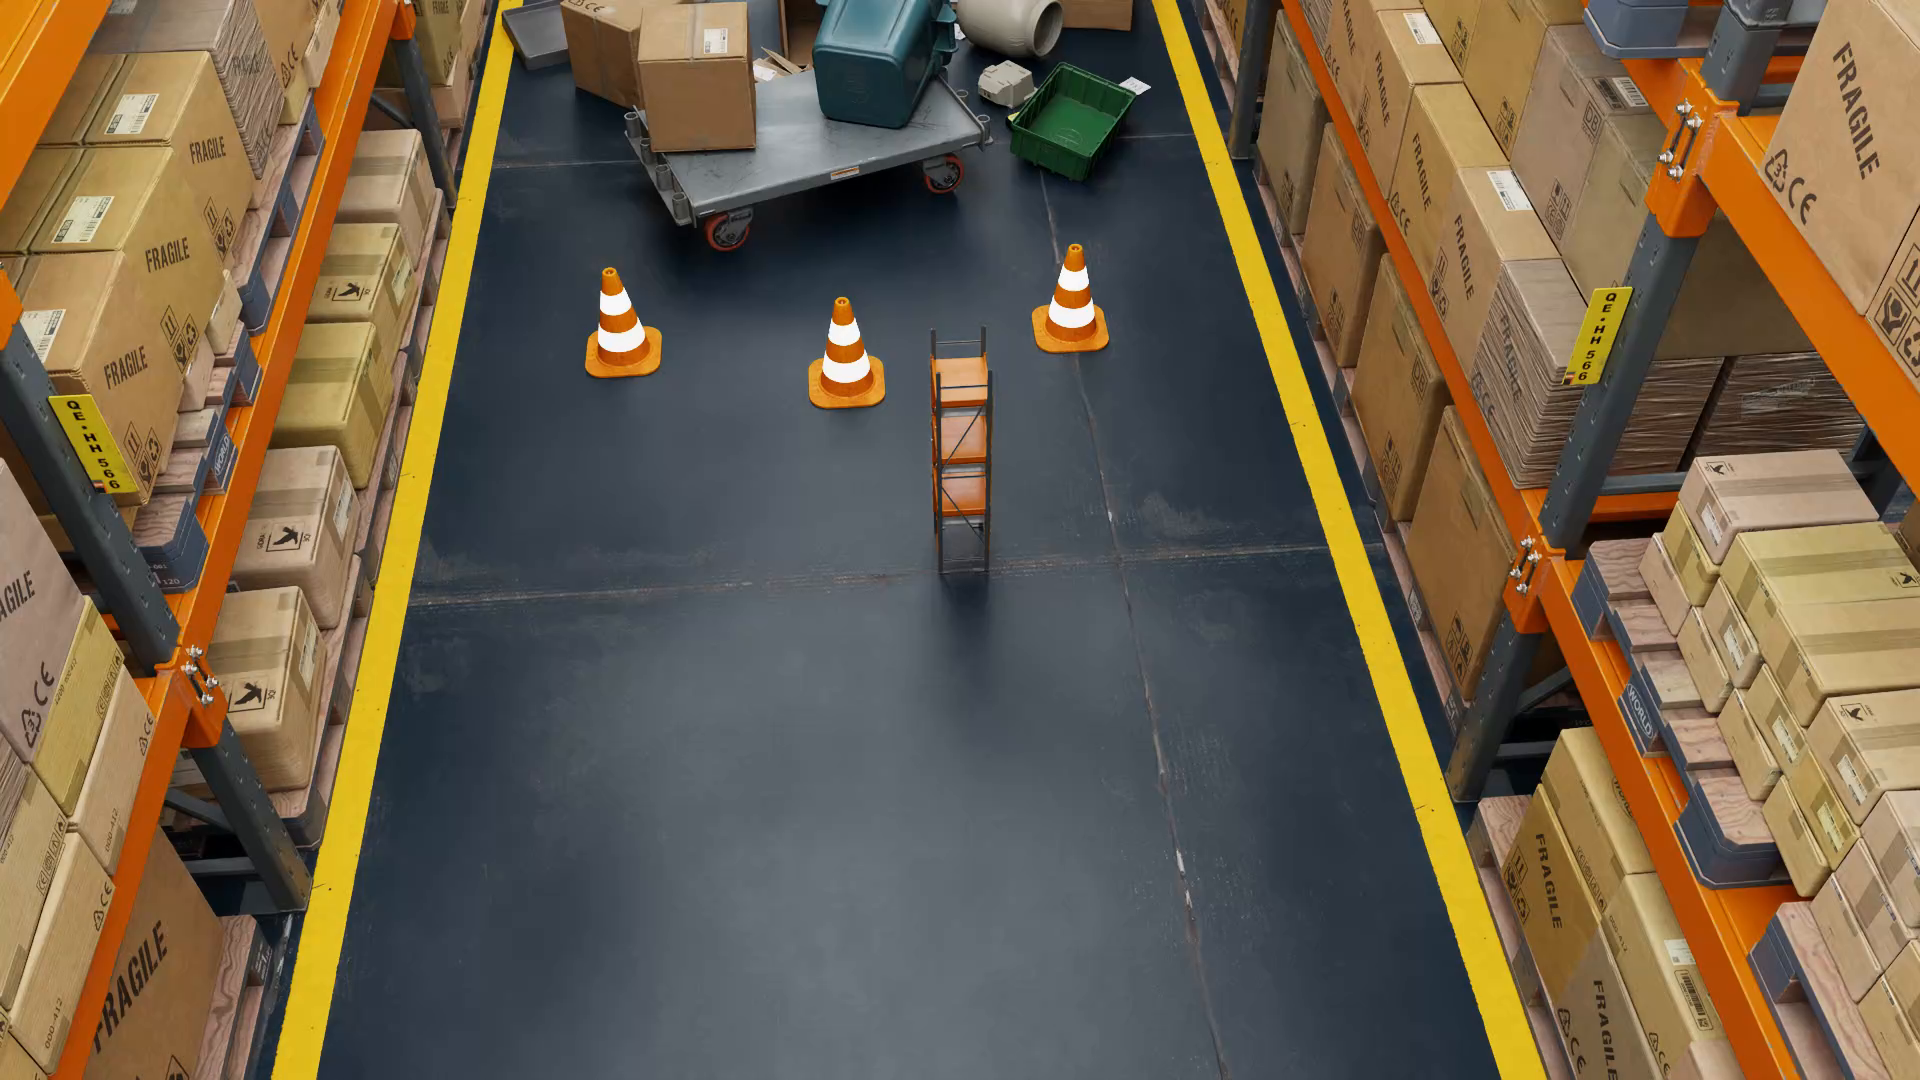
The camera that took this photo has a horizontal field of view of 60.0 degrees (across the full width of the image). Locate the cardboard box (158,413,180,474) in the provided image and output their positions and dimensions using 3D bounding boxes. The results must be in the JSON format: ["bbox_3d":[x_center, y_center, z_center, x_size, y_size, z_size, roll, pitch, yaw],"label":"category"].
[{"bbox_3d":[-2.522,-0.310,4.862,0.380,0.149,0.250,-6,47,-6],"label":"cardboard box"}]

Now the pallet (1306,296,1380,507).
[{"bbox_3d":[2.144,-0.670,7.239,1.003,0.211,1.213,-3,47,-3],"label":"pallet"}]

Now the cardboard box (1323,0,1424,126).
[{"bbox_3d":[1.758,-1.978,6.488,0.500,0.500,0.500,-4,47,-4],"label":"cardboard box"}]

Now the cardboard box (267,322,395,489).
[{"bbox_3d":[-2.855,-0.532,6.708,0.950,0.372,0.625,-2,47,-2],"label":"cardboard box"}]

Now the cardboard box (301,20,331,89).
[{"bbox_3d":[-2.620,-1.835,6.306,0.380,0.149,0.250,-3,47,-3],"label":"cardboard box"}]

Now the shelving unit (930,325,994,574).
[{"bbox_3d":[0.004,-0.322,6.332,0.215,1.050,0.252,-3,47,-3],"label":"shelving unit"}]

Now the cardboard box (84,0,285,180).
[{"bbox_3d":[-2.633,-1.543,5.582,0.500,0.500,0.500,-5,47,-5],"label":"cardboard box"}]

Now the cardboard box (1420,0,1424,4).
[{"bbox_3d":[2.034,-2.349,6.151,0.700,0.500,0.500,-3,47,-3],"label":"cardboard box"}]

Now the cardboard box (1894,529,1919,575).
[{"bbox_3d":[2.734,0.098,4.475,0.380,0.149,0.250,-3,47,-3],"label":"cardboard box"}]

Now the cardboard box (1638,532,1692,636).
[{"bbox_3d":[2.071,0.105,4.469,0.380,0.149,0.250,-4,47,-4],"label":"cardboard box"}]

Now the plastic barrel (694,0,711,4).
[{"bbox_3d":[-1.678,-3.299,9.583,0.512,0.421,0.421,27,52,23],"label":"plastic barrel"}]

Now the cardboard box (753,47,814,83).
[{"bbox_3d":[-0.954,-2.473,8.909,0.258,0.266,0.396,-36,56,-29],"label":"cardboard box"}]

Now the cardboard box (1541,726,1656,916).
[{"bbox_3d":[2.051,0.798,4.844,0.500,0.250,0.500,-5,47,-5],"label":"cardboard box"}]

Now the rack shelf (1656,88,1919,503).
[{"bbox_3d":[2.402,0.490,2.650,1.077,0.370,4.000,-3,47,-3],"label":"rack shelf"}]

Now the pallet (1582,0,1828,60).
[{"bbox_3d":[2.128,-1.602,4.266,1.213,0.211,1.003,-2,47,-1],"label":"pallet"}]

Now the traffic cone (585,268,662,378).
[{"bbox_3d":[-1.526,-1.009,7.387,0.336,0.463,0.334,-3,47,-3],"label":"traffic cone"}]

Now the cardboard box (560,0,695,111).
[{"bbox_3d":[-1.758,-2.692,8.954,0.500,0.500,0.500,27,52,23],"label":"cardboard box"}]

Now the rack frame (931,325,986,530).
[{"bbox_3d":[-0.006,-0.411,6.416,0.200,1.050,0.008,-3,47,-3],"label":"rack frame"}]

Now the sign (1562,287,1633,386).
[{"bbox_3d":[1.682,-0.535,4.393,0.100,0.325,0.005,-3,47,-3],"label":"sign"}]

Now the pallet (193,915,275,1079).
[{"bbox_3d":[-2.699,1.735,4.962,1.003,0.211,1.213,-3,47,-3],"label":"pallet"}]

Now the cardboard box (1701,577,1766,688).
[{"bbox_3d":[2.100,0.225,4.150,0.380,0.149,0.250,-1,47,-1],"label":"cardboard box"}]

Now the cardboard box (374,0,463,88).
[{"bbox_3d":[-2.805,-2.593,8.228,0.500,0.500,0.500,-1,47,-1],"label":"cardboard box"}]

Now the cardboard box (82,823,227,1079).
[{"bbox_3d":[-2.715,1.292,4.635,0.875,0.875,0.875,-4,47,-4],"label":"cardboard box"}]

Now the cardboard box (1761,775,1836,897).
[{"bbox_3d":[2.140,0.689,3.915,0.380,0.149,0.250,-2,47,-1],"label":"cardboard box"}]

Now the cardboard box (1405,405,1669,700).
[{"bbox_3d":[2.273,0.010,5.935,1.050,0.750,0.750,-4,47,-4],"label":"cardboard box"}]

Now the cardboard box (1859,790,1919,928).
[{"bbox_3d":[2.167,0.670,3.524,0.380,0.149,0.250,-2,47,-1],"label":"cardboard box"}]

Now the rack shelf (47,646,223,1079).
[{"bbox_3d":[-2.522,1.895,3.385,1.077,0.370,4.000,-3,47,-3],"label":"rack shelf"}]

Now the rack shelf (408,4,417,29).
[{"bbox_3d":[-3.192,-3.893,8.866,1.077,0.370,4.000,-3,47,-3],"label":"rack shelf"}]

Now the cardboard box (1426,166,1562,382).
[{"bbox_3d":[1.889,-0.878,5.447,0.500,0.500,0.500,-3,47,-3],"label":"cardboard box"}]

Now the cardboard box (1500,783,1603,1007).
[{"bbox_3d":[2.039,1.069,5.104,0.500,0.500,0.500,-5,47,-5],"label":"cardboard box"}]

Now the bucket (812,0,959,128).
[{"bbox_3d":[-0.409,-2.423,8.186,0.726,0.611,0.620,11,58,10],"label":"bucket"}]

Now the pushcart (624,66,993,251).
[{"bbox_3d":[-0.757,-1.966,8.352,1.648,0.377,0.936,-19,49,-17],"label":"pushcart"}]

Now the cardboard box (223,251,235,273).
[{"bbox_3d":[-2.599,-0.881,5.402,0.380,0.149,0.250,-1,47,-1],"label":"cardboard box"}]

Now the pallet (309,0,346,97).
[{"bbox_3d":[-3.106,-2.065,6.772,1.003,0.211,1.213,-3,47,-3],"label":"pallet"}]

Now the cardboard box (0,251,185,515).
[{"bbox_3d":[-2.497,-0.420,4.519,0.500,0.500,0.500,-5,47,-4],"label":"cardboard box"}]

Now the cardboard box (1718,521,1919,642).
[{"bbox_3d":[2.105,0.105,4.059,0.380,0.149,0.250,-5,47,-4],"label":"cardboard box"}]

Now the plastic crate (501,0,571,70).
[{"bbox_3d":[-2.339,-2.875,9.418,0.402,0.080,0.583,-19,49,-17],"label":"plastic crate"}]

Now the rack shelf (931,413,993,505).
[{"bbox_3d":[0.004,-0.315,6.340,0.215,0.259,0.240,-3,47,-3],"label":"rack shelf"}]

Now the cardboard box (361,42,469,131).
[{"bbox_3d":[-2.805,-2.335,8.500,0.500,0.250,0.500,-5,47,-5],"label":"cardboard box"}]

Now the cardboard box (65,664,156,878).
[{"bbox_3d":[-2.389,0.603,4.217,0.500,0.250,0.500,-5,47,-5],"label":"cardboard box"}]

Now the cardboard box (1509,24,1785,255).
[{"bbox_3d":[2.163,-1.243,5.103,0.700,0.500,0.500,-4,47,-4],"label":"cardboard box"}]

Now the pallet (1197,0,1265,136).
[{"bbox_3d":[1.914,-2.663,9.127,1.003,0.211,1.213,-3,47,-3],"label":"pallet"}]

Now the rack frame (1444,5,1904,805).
[{"bbox_3d":[2.234,-0.173,4.848,1.000,3.000,0.127,-3,47,-3],"label":"rack frame"}]

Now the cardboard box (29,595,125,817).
[{"bbox_3d":[-2.396,0.415,4.050,0.500,0.250,0.500,-4,47,-3],"label":"cardboard box"}]

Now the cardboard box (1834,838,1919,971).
[{"bbox_3d":[2.167,0.780,3.624,0.380,0.149,0.250,-3,47,-3],"label":"cardboard box"}]

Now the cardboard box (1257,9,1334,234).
[{"bbox_3d":[2.041,-1.994,7.833,1.050,0.750,0.750,-4,47,-3],"label":"cardboard box"}]

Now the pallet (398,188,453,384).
[{"bbox_3d":[-2.958,-1.171,7.714,1.003,0.211,1.213,-3,47,-3],"label":"pallet"}]
